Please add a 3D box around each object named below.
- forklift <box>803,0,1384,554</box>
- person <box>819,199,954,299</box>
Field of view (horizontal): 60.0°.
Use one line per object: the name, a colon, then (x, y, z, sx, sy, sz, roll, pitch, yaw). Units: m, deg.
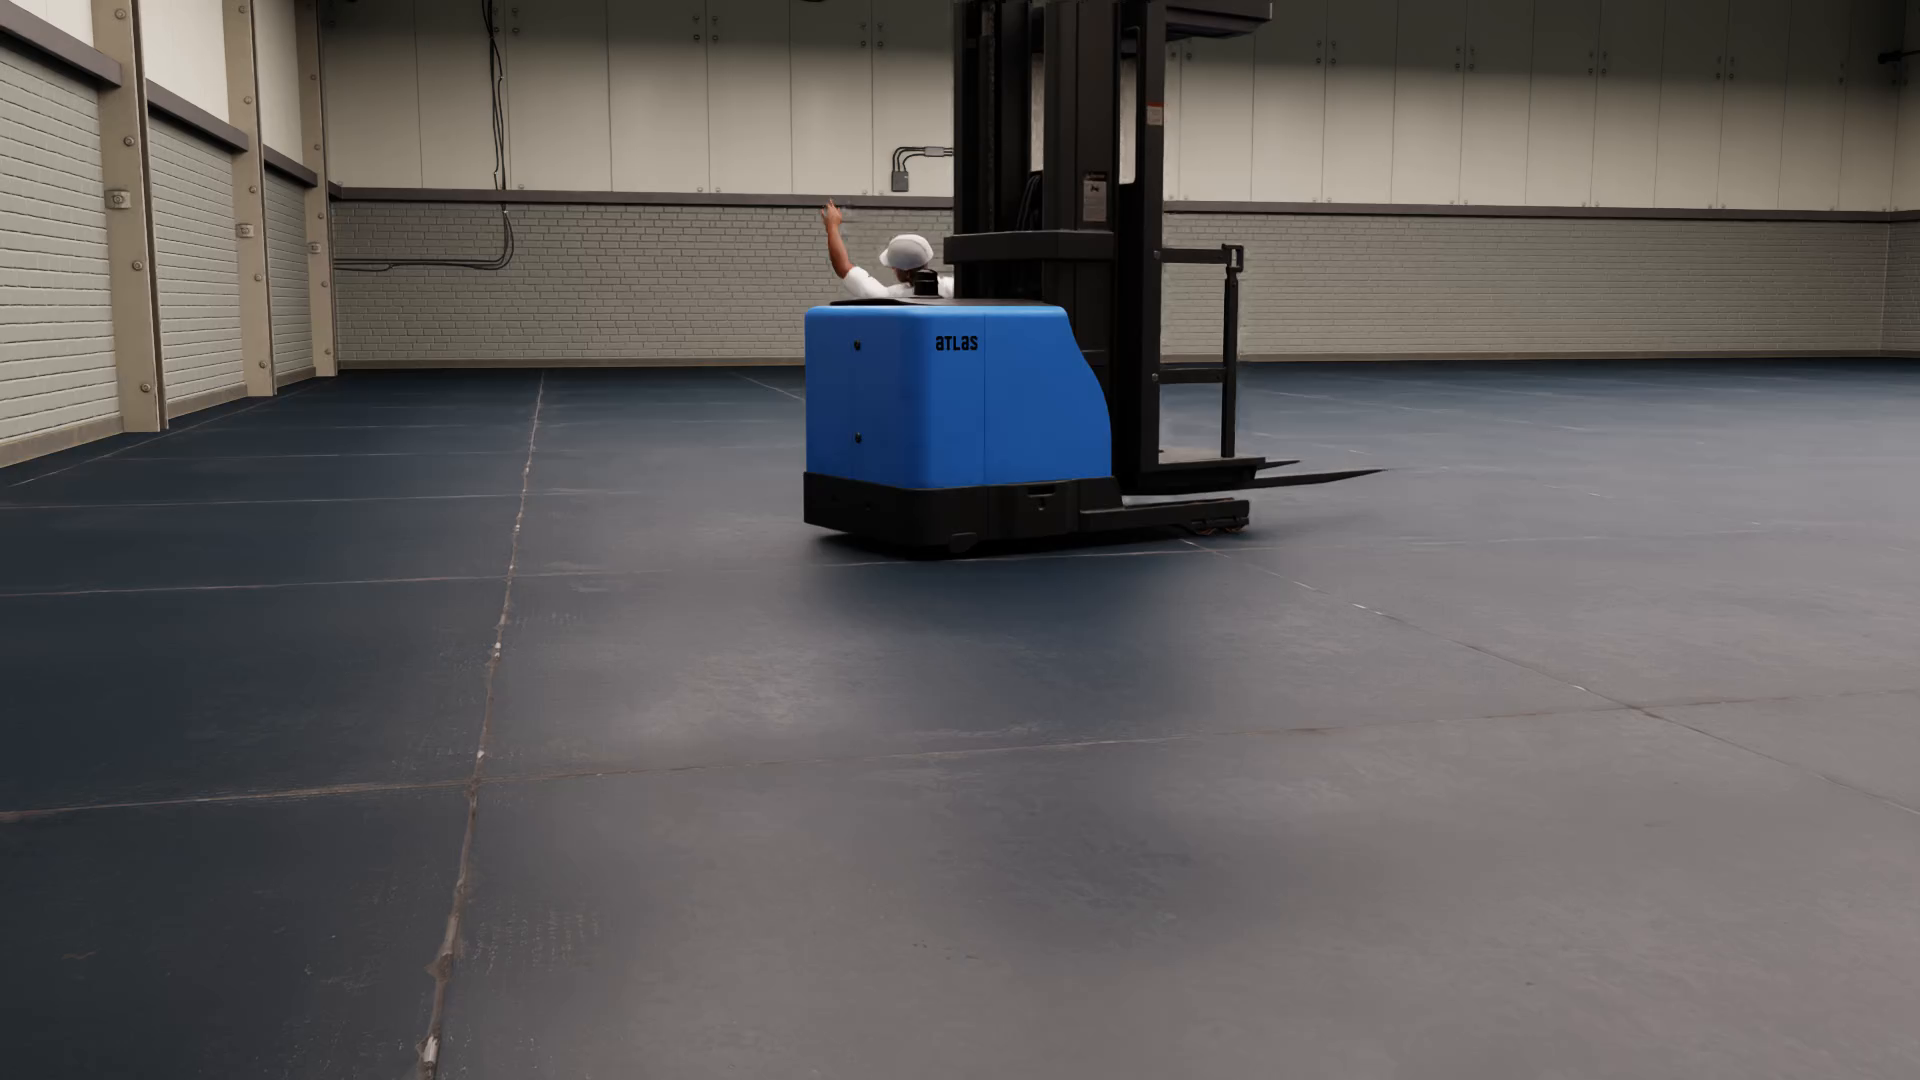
forklift: (0.782, -1.525, 8.025, 3.031, 2.935, 1.130, -5, 10, -33)
person: (-0.215, -1.025, 9.085, 1.039, 1.651, 0.742, -3, 8, -20)
